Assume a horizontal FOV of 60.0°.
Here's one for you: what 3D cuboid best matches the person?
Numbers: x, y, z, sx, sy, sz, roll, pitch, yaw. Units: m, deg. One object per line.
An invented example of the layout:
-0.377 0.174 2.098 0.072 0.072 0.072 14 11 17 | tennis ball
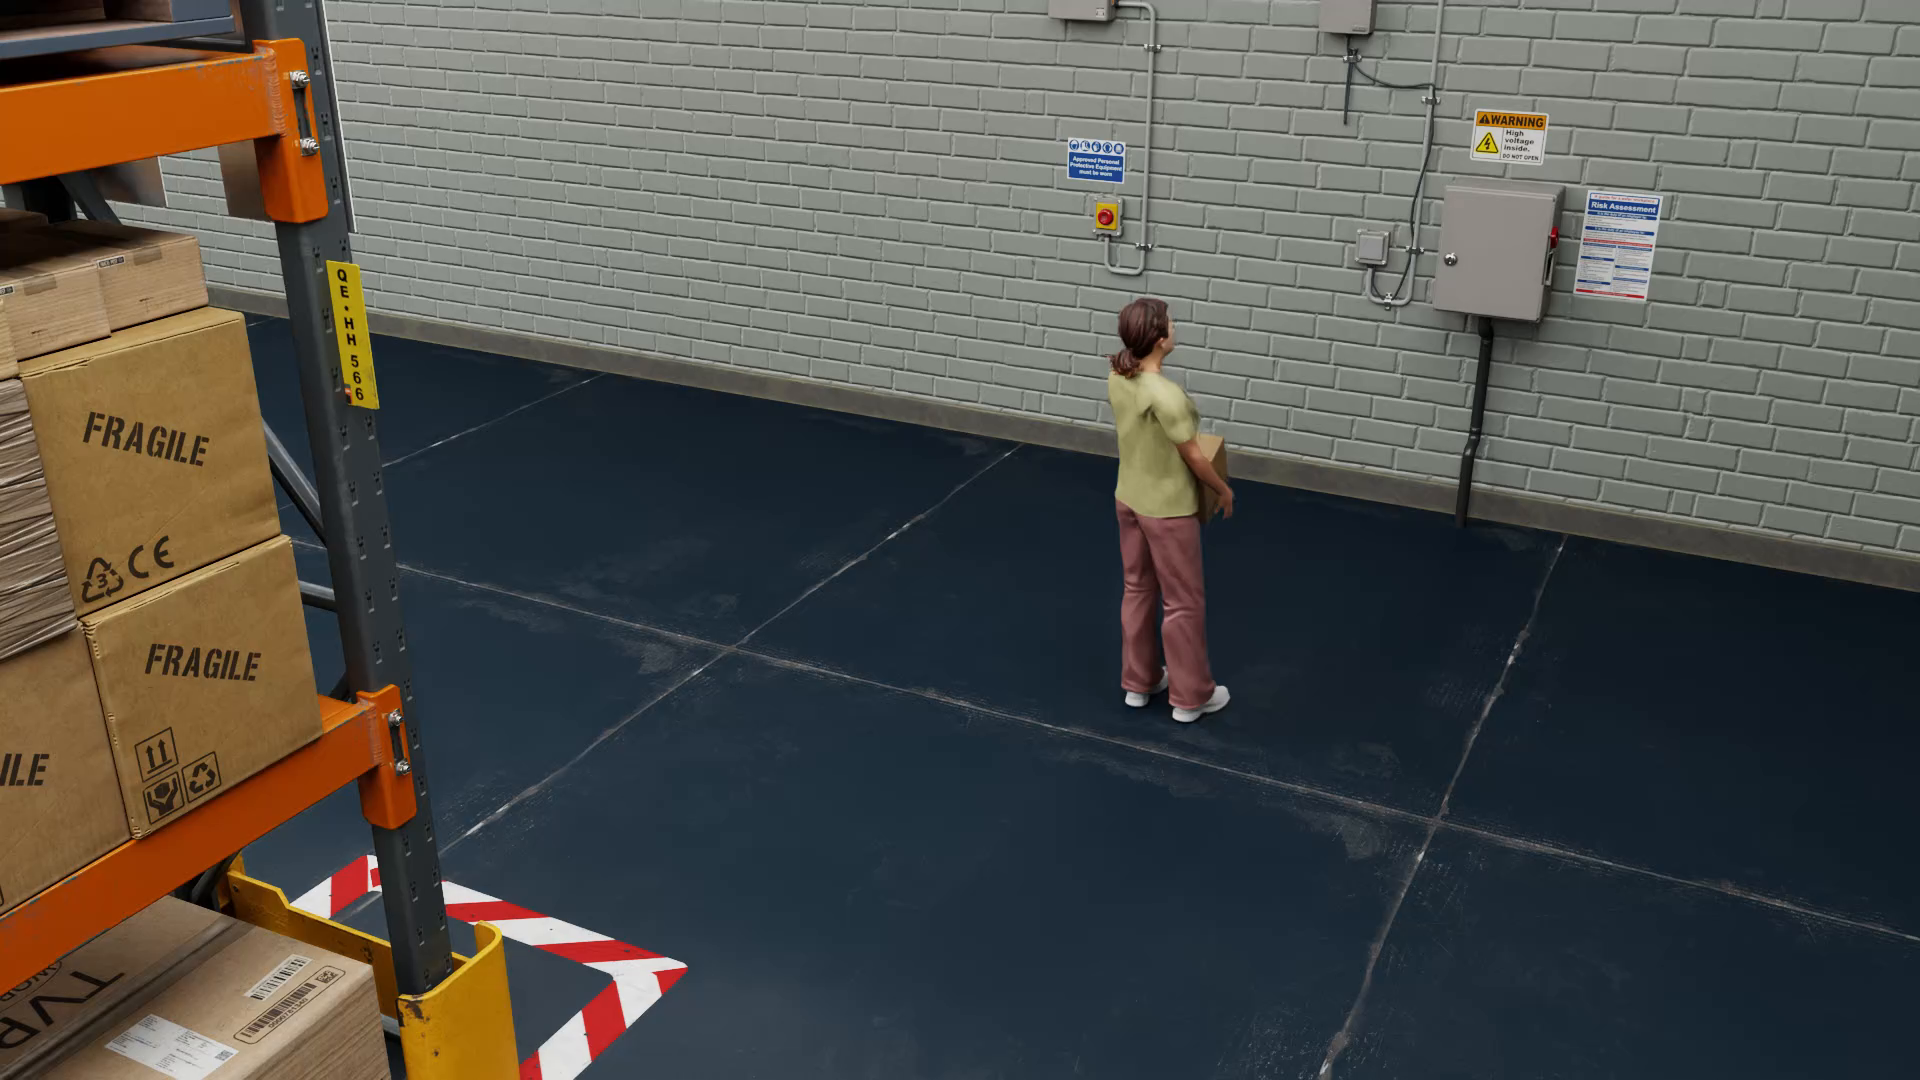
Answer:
0.791 -0.123 6.379 0.521 1.673 0.482 -13 26 -27 | person
